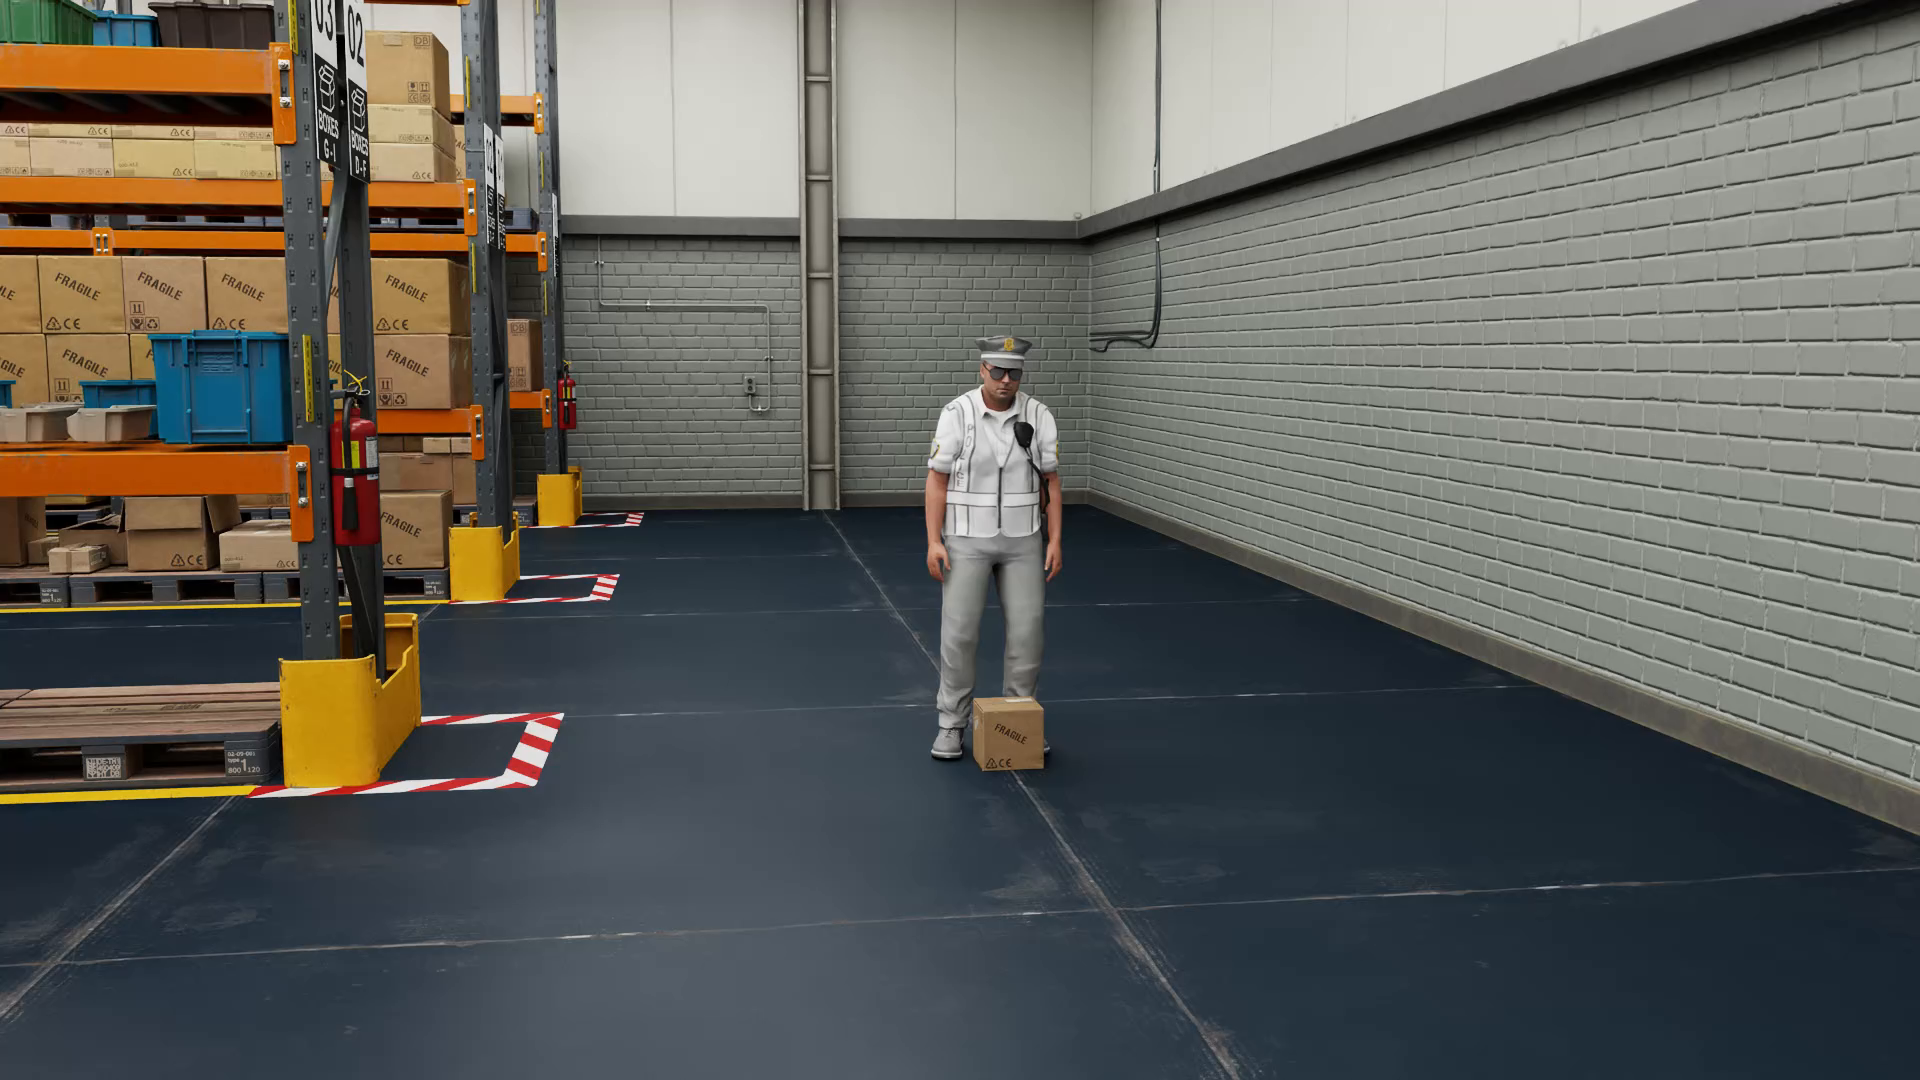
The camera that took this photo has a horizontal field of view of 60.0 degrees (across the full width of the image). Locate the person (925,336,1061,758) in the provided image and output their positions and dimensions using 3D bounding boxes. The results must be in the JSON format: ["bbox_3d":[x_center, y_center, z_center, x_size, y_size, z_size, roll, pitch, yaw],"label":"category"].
[{"bbox_3d":[0.142,0.018,7.017,0.584,1.747,0.438,-1,7,-9],"label":"person"}]
